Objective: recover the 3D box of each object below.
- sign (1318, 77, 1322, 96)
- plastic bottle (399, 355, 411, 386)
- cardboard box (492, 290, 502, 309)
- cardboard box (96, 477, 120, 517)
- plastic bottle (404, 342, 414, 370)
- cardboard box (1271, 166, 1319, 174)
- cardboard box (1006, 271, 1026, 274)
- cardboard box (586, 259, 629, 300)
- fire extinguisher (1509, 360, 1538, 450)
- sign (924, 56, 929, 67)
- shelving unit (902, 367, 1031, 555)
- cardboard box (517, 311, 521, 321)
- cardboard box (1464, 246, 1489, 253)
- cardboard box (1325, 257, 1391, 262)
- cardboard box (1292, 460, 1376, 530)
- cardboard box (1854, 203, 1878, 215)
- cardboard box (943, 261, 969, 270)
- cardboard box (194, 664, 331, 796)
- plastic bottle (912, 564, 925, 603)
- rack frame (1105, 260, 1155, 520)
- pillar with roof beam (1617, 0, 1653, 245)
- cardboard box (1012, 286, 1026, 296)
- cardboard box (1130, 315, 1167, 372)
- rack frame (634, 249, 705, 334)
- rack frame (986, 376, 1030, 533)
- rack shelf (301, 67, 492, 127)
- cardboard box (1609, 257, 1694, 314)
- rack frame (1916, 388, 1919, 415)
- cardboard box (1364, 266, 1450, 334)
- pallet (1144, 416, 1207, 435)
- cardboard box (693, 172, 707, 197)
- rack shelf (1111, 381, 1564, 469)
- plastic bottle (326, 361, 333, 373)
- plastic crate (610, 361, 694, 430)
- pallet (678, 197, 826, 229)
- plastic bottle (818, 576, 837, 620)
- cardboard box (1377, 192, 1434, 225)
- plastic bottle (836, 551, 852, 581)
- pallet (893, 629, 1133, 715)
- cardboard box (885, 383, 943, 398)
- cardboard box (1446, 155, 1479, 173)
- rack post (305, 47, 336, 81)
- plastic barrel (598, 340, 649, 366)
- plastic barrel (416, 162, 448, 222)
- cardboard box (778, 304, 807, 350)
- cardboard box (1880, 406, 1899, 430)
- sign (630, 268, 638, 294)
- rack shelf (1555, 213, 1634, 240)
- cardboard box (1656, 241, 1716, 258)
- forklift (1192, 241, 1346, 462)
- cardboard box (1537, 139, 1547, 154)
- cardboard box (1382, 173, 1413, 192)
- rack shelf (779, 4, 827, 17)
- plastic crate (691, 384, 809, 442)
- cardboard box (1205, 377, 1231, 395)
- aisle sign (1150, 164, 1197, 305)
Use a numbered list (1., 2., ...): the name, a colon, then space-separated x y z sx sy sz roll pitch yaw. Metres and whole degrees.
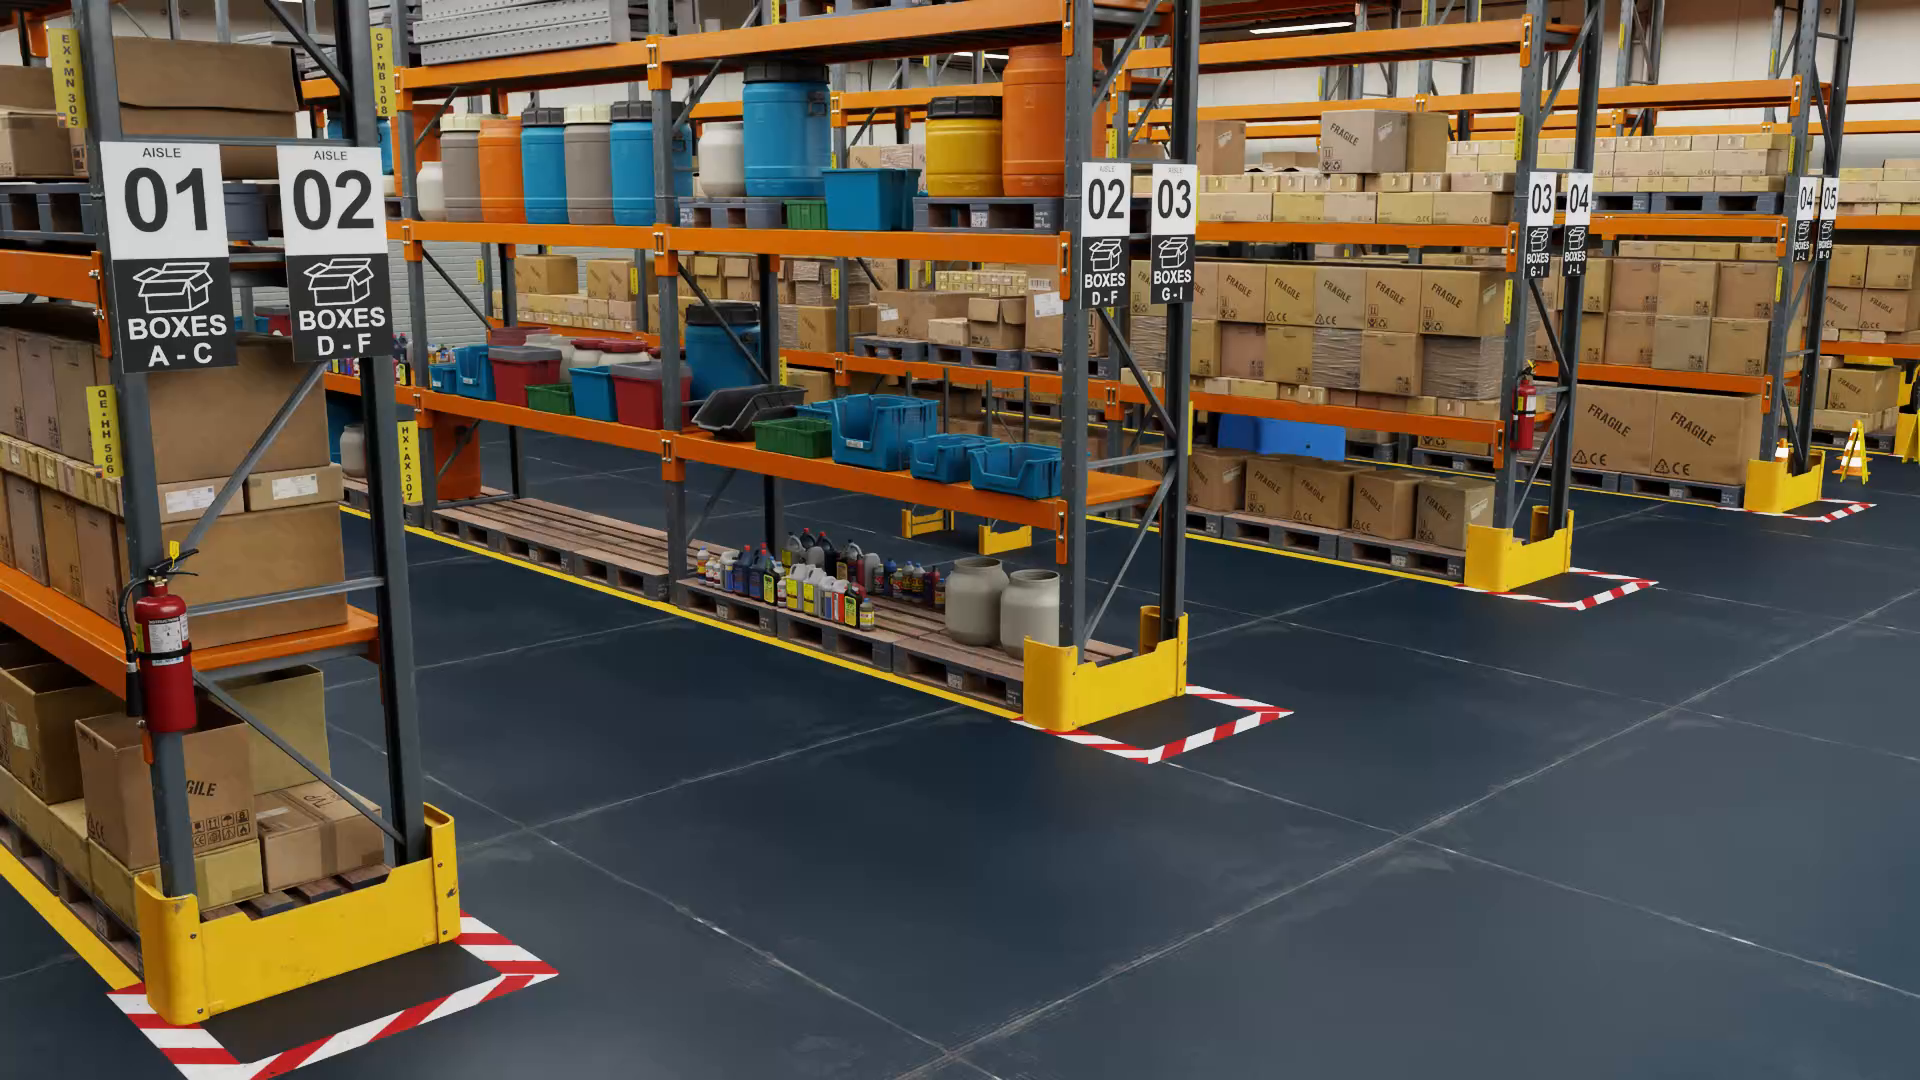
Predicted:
1. sign: 6.617 -8.338 30.570 0.100 0.325 0.005 -11 16 -43
2. plastic bottle: -5.141 -1.572 15.395 0.061 0.283 0.133 -11 16 -43
3. cardboard box: -6.359 -3.451 23.865 0.500 0.250 0.500 11 16 44
4. cardboard box: -3.197 -0.206 6.621 0.380 0.149 0.250 -10 16 -41
5. plastic bottle: -5.576 -1.879 16.905 0.152 0.276 0.135 -11 16 -43
6. cardboard box: 4.079 -4.317 19.932 0.500 0.311 0.500 11 16 43
7. cardboard box: 0.887 -3.807 24.063 0.380 0.149 0.250 -11 16 -43
8. cardboard box: -4.587 -3.446 21.981 0.500 0.500 0.500 -11 16 -42
9. fire extinguisher: 4.300 -1.033 12.683 0.296 0.674 0.183 -11 16 -43
10. sign: -0.481 -6.941 23.791 0.100 0.325 0.005 -11 16 -43
11. shelving unit: 0.053 -0.723 14.706 0.587 1.500 1.083 -11 16 -43
12. cardboard box: -6.134 -3.191 23.591 0.250 0.149 0.380 11 16 44
13. cardboard box: 7.530 -4.219 24.322 0.250 0.149 0.380 11 16 42
14. cardboard box: 4.745 -3.097 19.785 0.700 0.500 0.500 -11 16 -43
15. cardboard box: 3.279 -0.403 14.589 0.500 0.500 0.500 -9 15 -37
16. cardboard box: 10.918 -3.967 19.923 0.380 0.149 0.250 -10 15 -41
17. cardboard box: -0.211 -4.364 25.196 0.500 0.500 0.500 -10 16 -41
18. cardboard box: -3.170 0.820 7.413 0.500 0.500 0.500 -11 16 -43
19. plastic bottle: -0.292 0.301 11.687 0.097 0.271 0.097 0 12 0
20. rack frame: 1.792 -1.736 15.902 1.000 3.000 0.127 -11 16 -43
21. pillar with roof beam: 8.223 -6.666 24.967 9.100 9.000 0.548 -11 16 -43
22. cardboard box: 0.945 -3.458 23.108 0.380 0.149 0.250 -11 16 -44
23. cardboard box: 2.058 -1.856 15.501 0.875 0.500 0.500 -11 16 -43
24. rack frame: -3.733 -2.903 21.569 1.000 3.000 0.127 -11 16 -43
25. rack frame: 0.410 -0.648 14.340 0.500 1.500 0.032 -11 16 -43
26. rack shelf: -5.934 -4.311 16.310 1.077 0.370 4.000 -11 16 -43
27. cardboard box: 7.248 -2.658 17.332 0.875 0.550 0.550 -11 16 -43
28. rack frame: 11.721 -2.533 19.771 1.000 3.000 0.127 -11 16 -43
29. cardboard box: 3.646 -1.954 13.500 0.500 0.500 0.500 -11 16 -43
30. pallet: 3.176 -1.504 21.691 1.003 0.211 1.213 -11 16 -43
31. cardboard box: -3.041 -4.362 20.395 0.500 0.311 0.500 11 16 43
32. rack shelf: 3.173 -1.091 14.558 1.077 0.370 4.000 -11 16 -43
33. plastic bottle: -6.230 -1.847 16.564 0.144 0.351 0.185 -11 16 -43
34. plastic crate: -2.346 -1.105 12.681 0.402 0.464 0.583 -11 16 -43
35. pallet: -1.222 -2.330 11.823 1.213 0.211 1.003 -11 16 -43
36. plastic bottle: -0.864 0.389 11.249 0.135 0.276 0.152 11 16 44
37. cardboard box: 3.690 -2.655 13.302 0.500 0.250 0.500 -11 16 -42
38. plastic bottle: -0.838 0.217 12.068 0.061 0.283 0.133 -11 16 -43
39. pallet: 0.328 0.780 10.601 1.003 0.211 1.213 -11 16 -43
40. cardboard box: -0.486 -1.584 18.413 0.500 0.250 0.500 -10 15 -40
41. cardboard box: 5.584 -4.098 18.279 0.500 0.250 0.500 -11 16 -42
42. rack post: -5.826 -4.629 16.316 0.937 0.300 0.954 -9 15 -37
43. plastic barrel: -2.799 -1.389 13.884 0.433 0.535 0.433 0 12 0
44. plastic barrel: -4.560 -3.065 14.644 0.421 0.512 0.421 0 12 0
45. cardboard box: -1.831 -2.479 19.264 0.500 0.500 0.500 -11 16 -43
46. cardboard box: 11.364 -1.548 20.765 0.500 0.250 0.500 -11 16 -43
47. sign: -4.133 -3.288 21.097 0.100 0.325 0.005 -11 16 -43
48. rack shelf: 7.578 -4.525 23.791 1.077 0.370 4.000 -11 16 -43
49. cardboard box: 9.443 -3.629 21.629 0.700 0.500 0.500 -11 16 -42
50. forklift: 3.181 -2.200 18.326 1.130 2.935 3.031 -3 12 -13
51. cardboard box: 6.160 -4.154 17.566 0.380 0.149 0.250 -11 16 -42
52. cardboard box: 3.583 -2.852 13.271 0.380 0.149 0.250 -11 16 -42
53. rack shelf: -1.457 -8.085 25.401 1.077 0.370 4.000 -11 16 -43
54. plastic crate: -1.521 -0.921 12.101 0.767 0.338 0.504 -11 16 -43
55. cardboard box: 2.401 -1.391 14.852 0.380 0.149 0.250 -11 16 -43
56. aisle sign: 1.233 -1.765 9.603 0.394 0.787 0.004 -11 16 -43
